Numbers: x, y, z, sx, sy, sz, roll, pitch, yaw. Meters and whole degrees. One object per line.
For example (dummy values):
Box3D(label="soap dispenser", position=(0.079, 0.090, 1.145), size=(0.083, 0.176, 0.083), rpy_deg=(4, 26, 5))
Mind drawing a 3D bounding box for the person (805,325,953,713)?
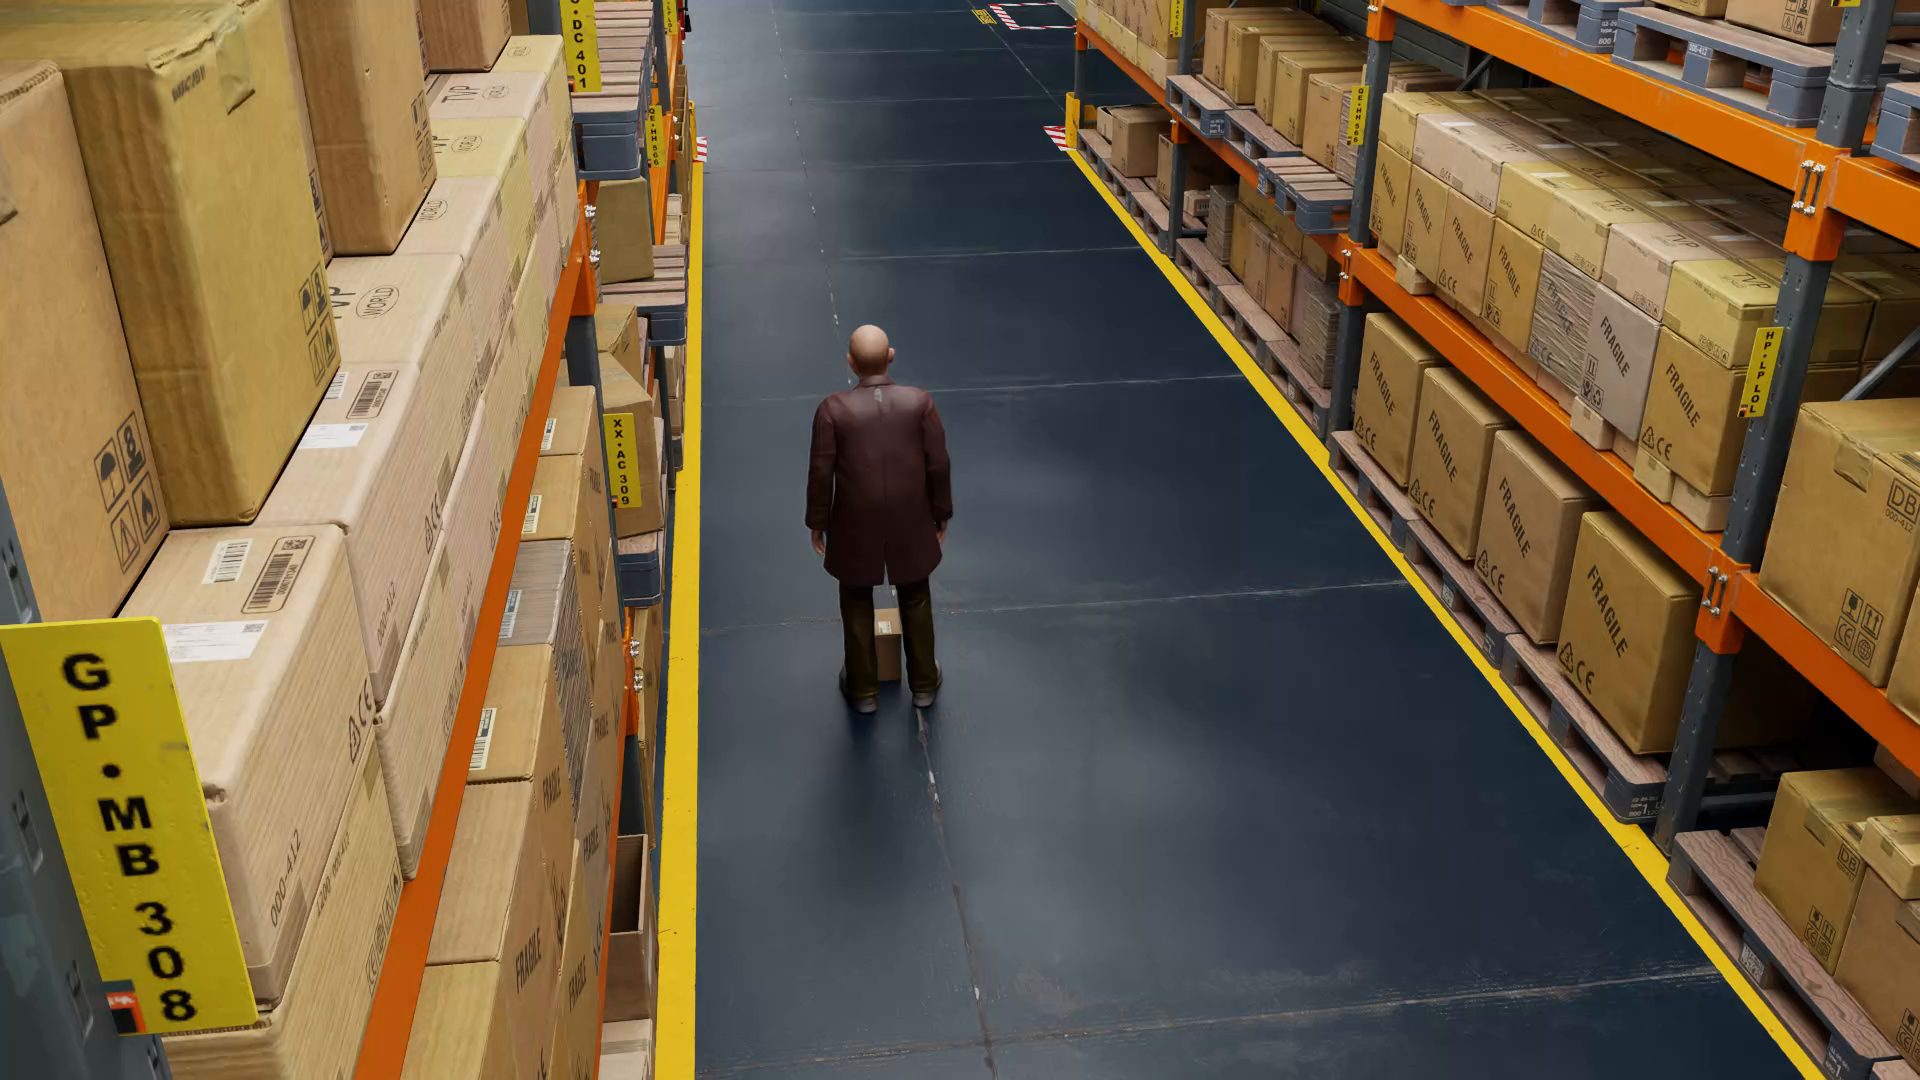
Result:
Box3D(label="person", position=(-0.350, -0.025, 7.311), size=(0.652, 1.659, 0.420), rpy_deg=(-4, 27, -8))
